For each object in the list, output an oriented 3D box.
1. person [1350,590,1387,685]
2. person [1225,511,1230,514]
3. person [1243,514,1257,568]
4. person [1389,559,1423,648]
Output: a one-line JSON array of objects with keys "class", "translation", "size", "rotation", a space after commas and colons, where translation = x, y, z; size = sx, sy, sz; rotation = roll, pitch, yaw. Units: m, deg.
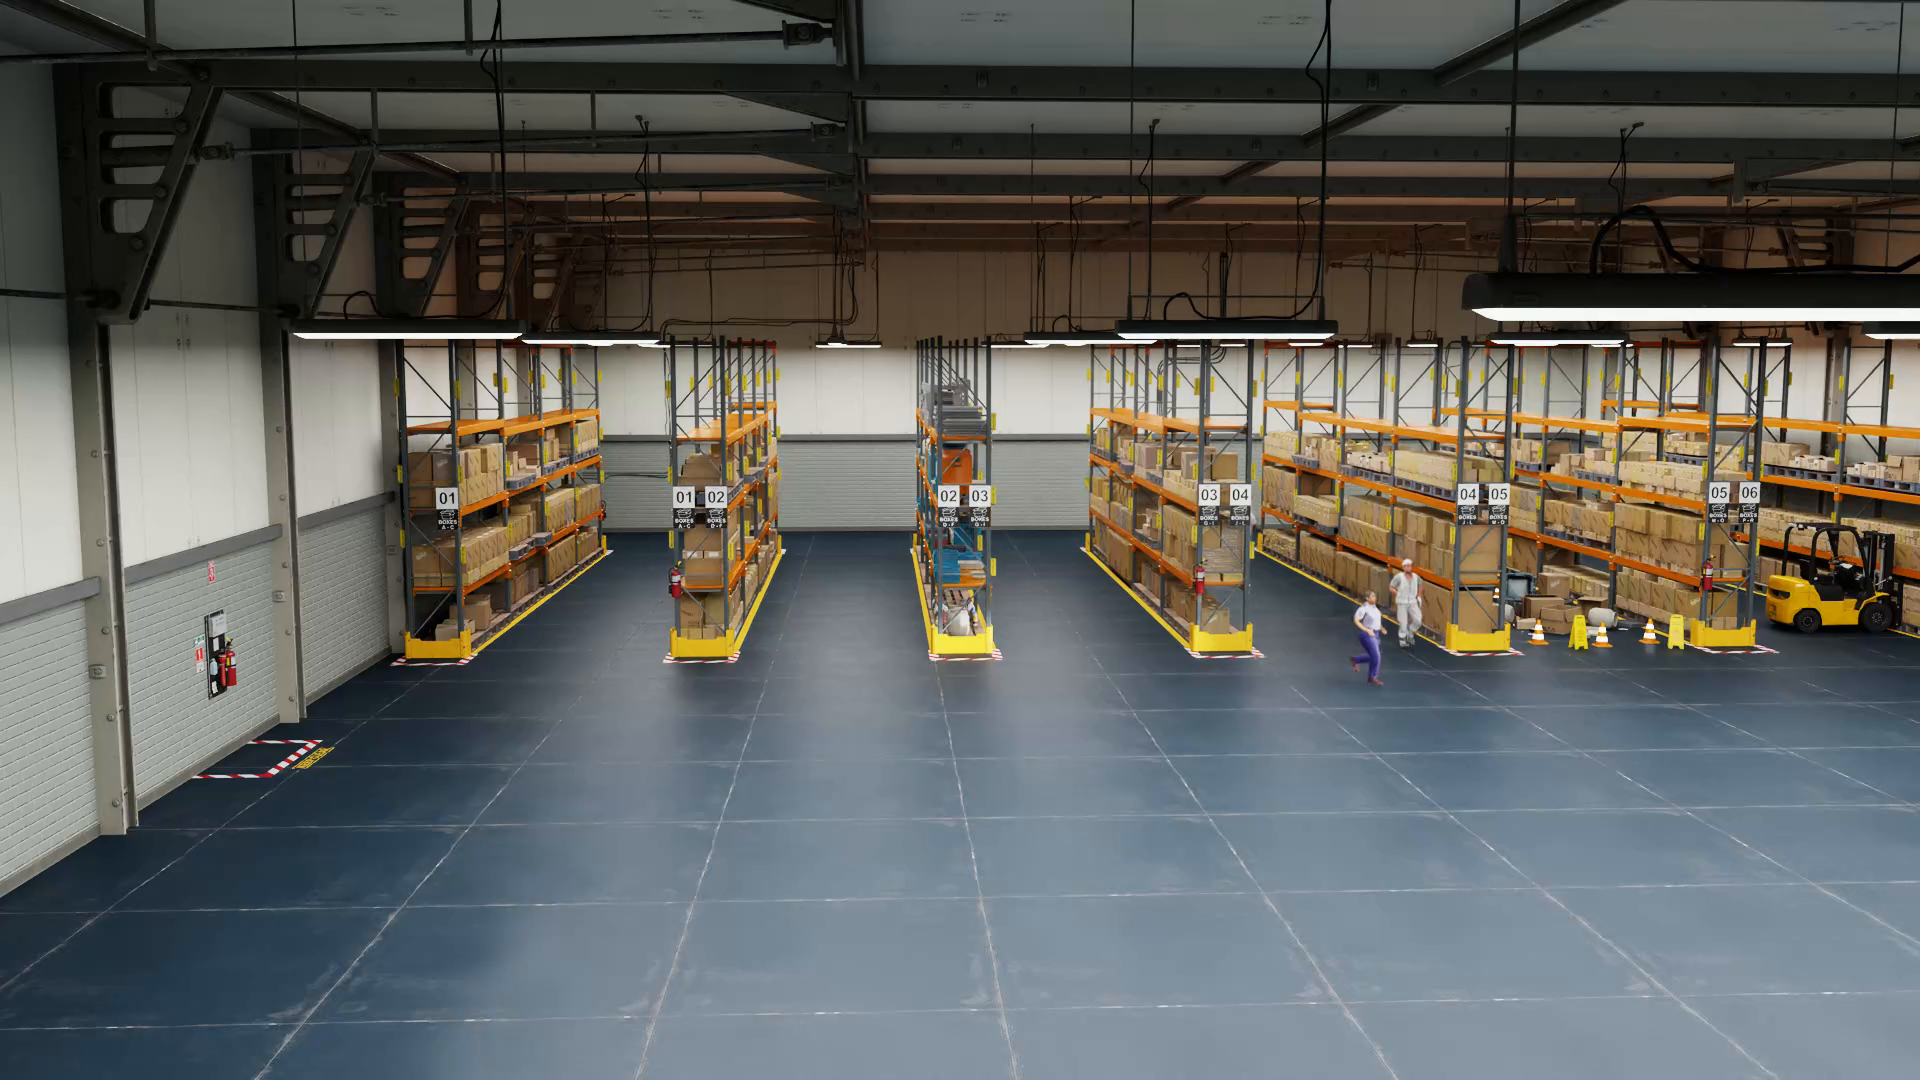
[{"class": "person", "translation": [7.054, 1.678, 28.795], "size": [0.650, 1.615, 0.607], "rotation": [5, 8, 38]}, {"class": "person", "translation": [7.953, -0.610, 48.818], "size": [0.789, 1.592, 0.656], "rotation": [5, 8, 37]}, {"class": "person", "translation": [7.521, -0.127, 43.973], "size": [0.681, 1.721, 0.576], "rotation": [0, 7, -3]}, {"class": "person", "translation": [8.583, 1.243, 31.906], "size": [0.672, 1.758, 0.589], "rotation": [0, 7, -4]}]
